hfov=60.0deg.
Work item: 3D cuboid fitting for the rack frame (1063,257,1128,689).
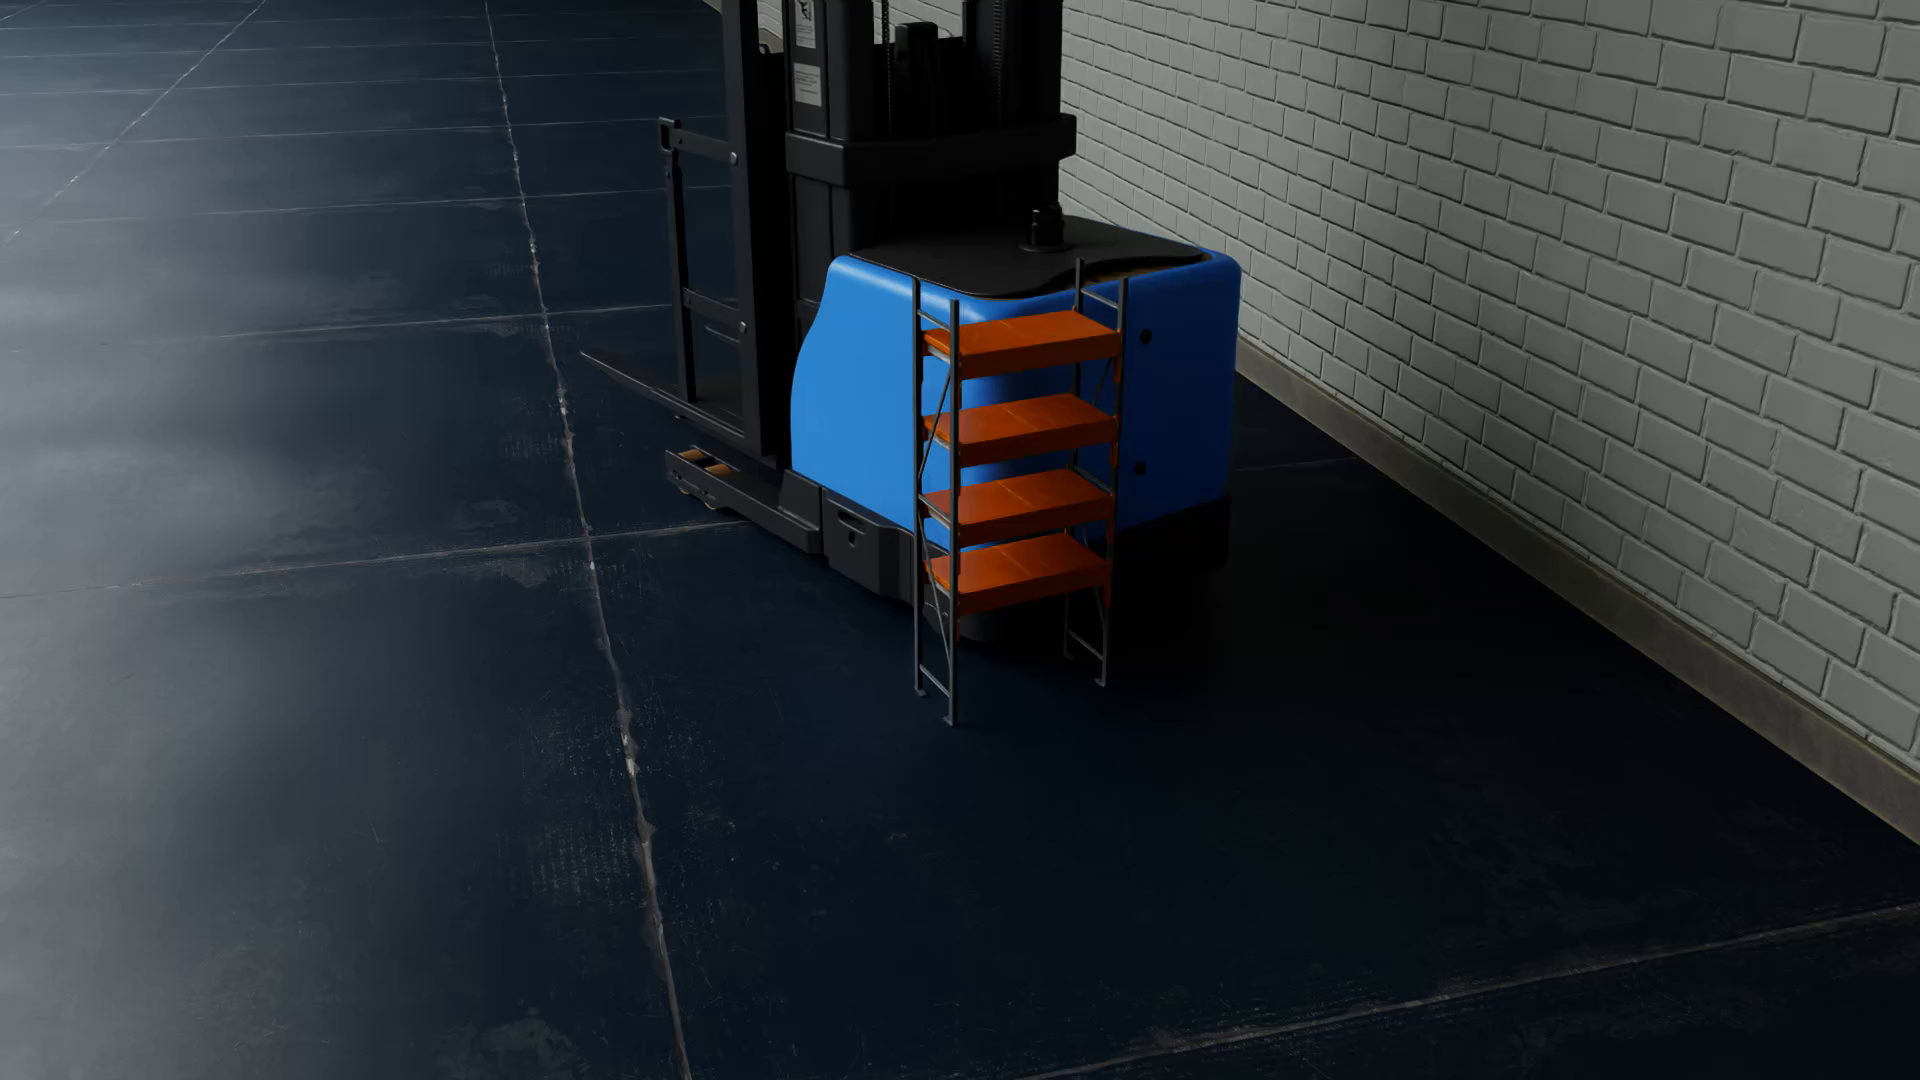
[{"bbox_3d":[0.370,-0.168,4.616,0.015,1.200,0.240,-11,26,-25],"label":"rack frame"}]

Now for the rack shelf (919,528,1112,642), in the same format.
[{"bbox_3d":[0.151,0.119,4.622,0.480,0.148,0.258,-11,26,-25],"label":"rack shelf"}]

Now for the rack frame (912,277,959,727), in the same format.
[{"bbox_3d":[-0.065,-0.081,4.413,0.015,1.200,0.240,-11,26,-25],"label":"rack frame"}]

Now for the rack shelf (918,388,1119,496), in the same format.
[{"bbox_3d":[0.153,-0.268,4.451,0.480,0.148,0.258,-11,26,-25],"label":"rack shelf"}]

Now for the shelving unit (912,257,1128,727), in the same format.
[{"bbox_3d":[0.152,-0.125,4.514,0.503,1.200,0.258,-11,26,-25],"label":"shelving unit"}]

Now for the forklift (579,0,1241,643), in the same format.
[{"bbox_3d":[-0.429,-1.559,5.667,1.130,2.935,3.031,-17,29,-34],"label":"forklift"}]

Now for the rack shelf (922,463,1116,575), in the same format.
[{"bbox_3d":[0.152,-0.063,4.542,0.480,0.148,0.258,-11,26,-25],"label":"rack shelf"}]

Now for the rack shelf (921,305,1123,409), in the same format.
[{"bbox_3d":[0.154,-0.484,4.356,0.480,0.148,0.258,-11,26,-25],"label":"rack shelf"}]
